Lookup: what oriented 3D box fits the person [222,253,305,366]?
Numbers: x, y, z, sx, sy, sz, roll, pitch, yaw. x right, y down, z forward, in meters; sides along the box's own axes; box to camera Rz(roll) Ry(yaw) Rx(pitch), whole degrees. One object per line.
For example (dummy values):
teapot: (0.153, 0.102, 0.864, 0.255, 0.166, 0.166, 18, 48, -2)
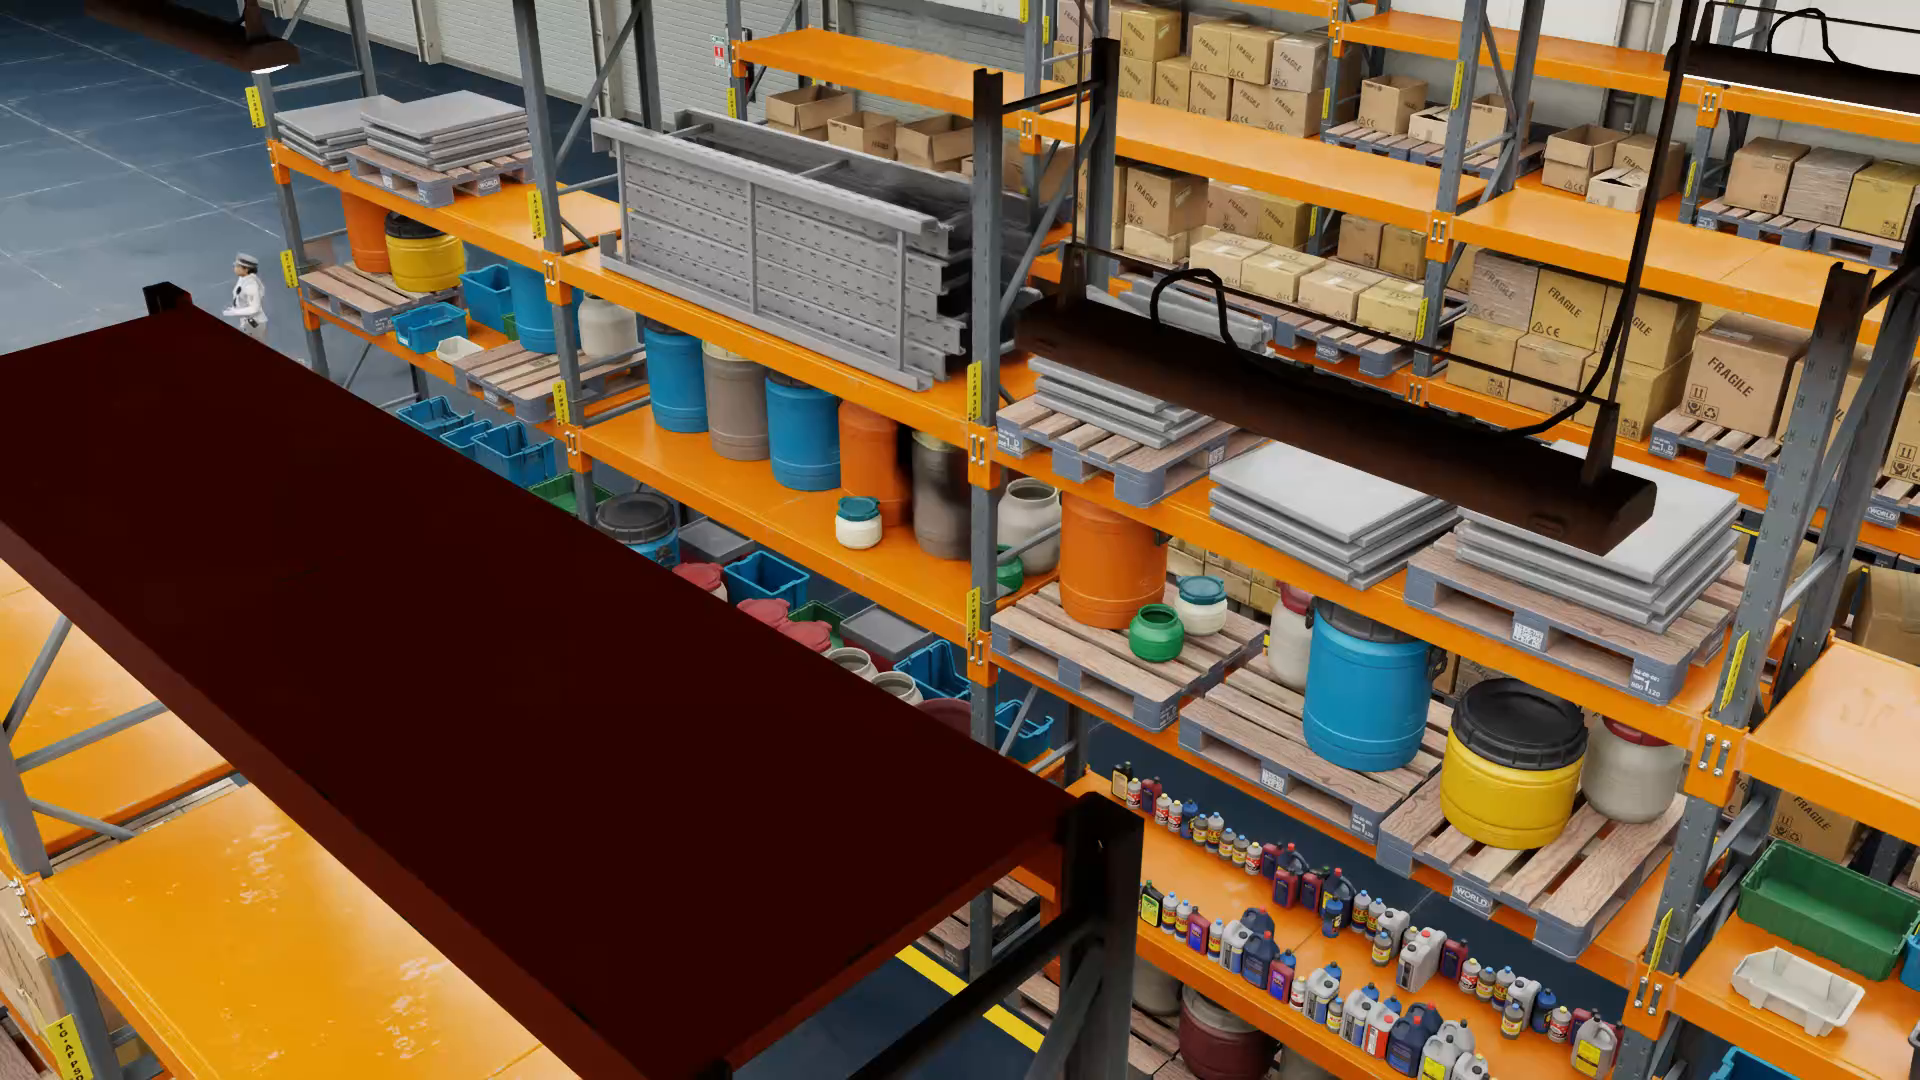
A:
person: (-8.009, -2.482, 18.942, 0.823, 1.665, 0.626, -15, 33, -24)
